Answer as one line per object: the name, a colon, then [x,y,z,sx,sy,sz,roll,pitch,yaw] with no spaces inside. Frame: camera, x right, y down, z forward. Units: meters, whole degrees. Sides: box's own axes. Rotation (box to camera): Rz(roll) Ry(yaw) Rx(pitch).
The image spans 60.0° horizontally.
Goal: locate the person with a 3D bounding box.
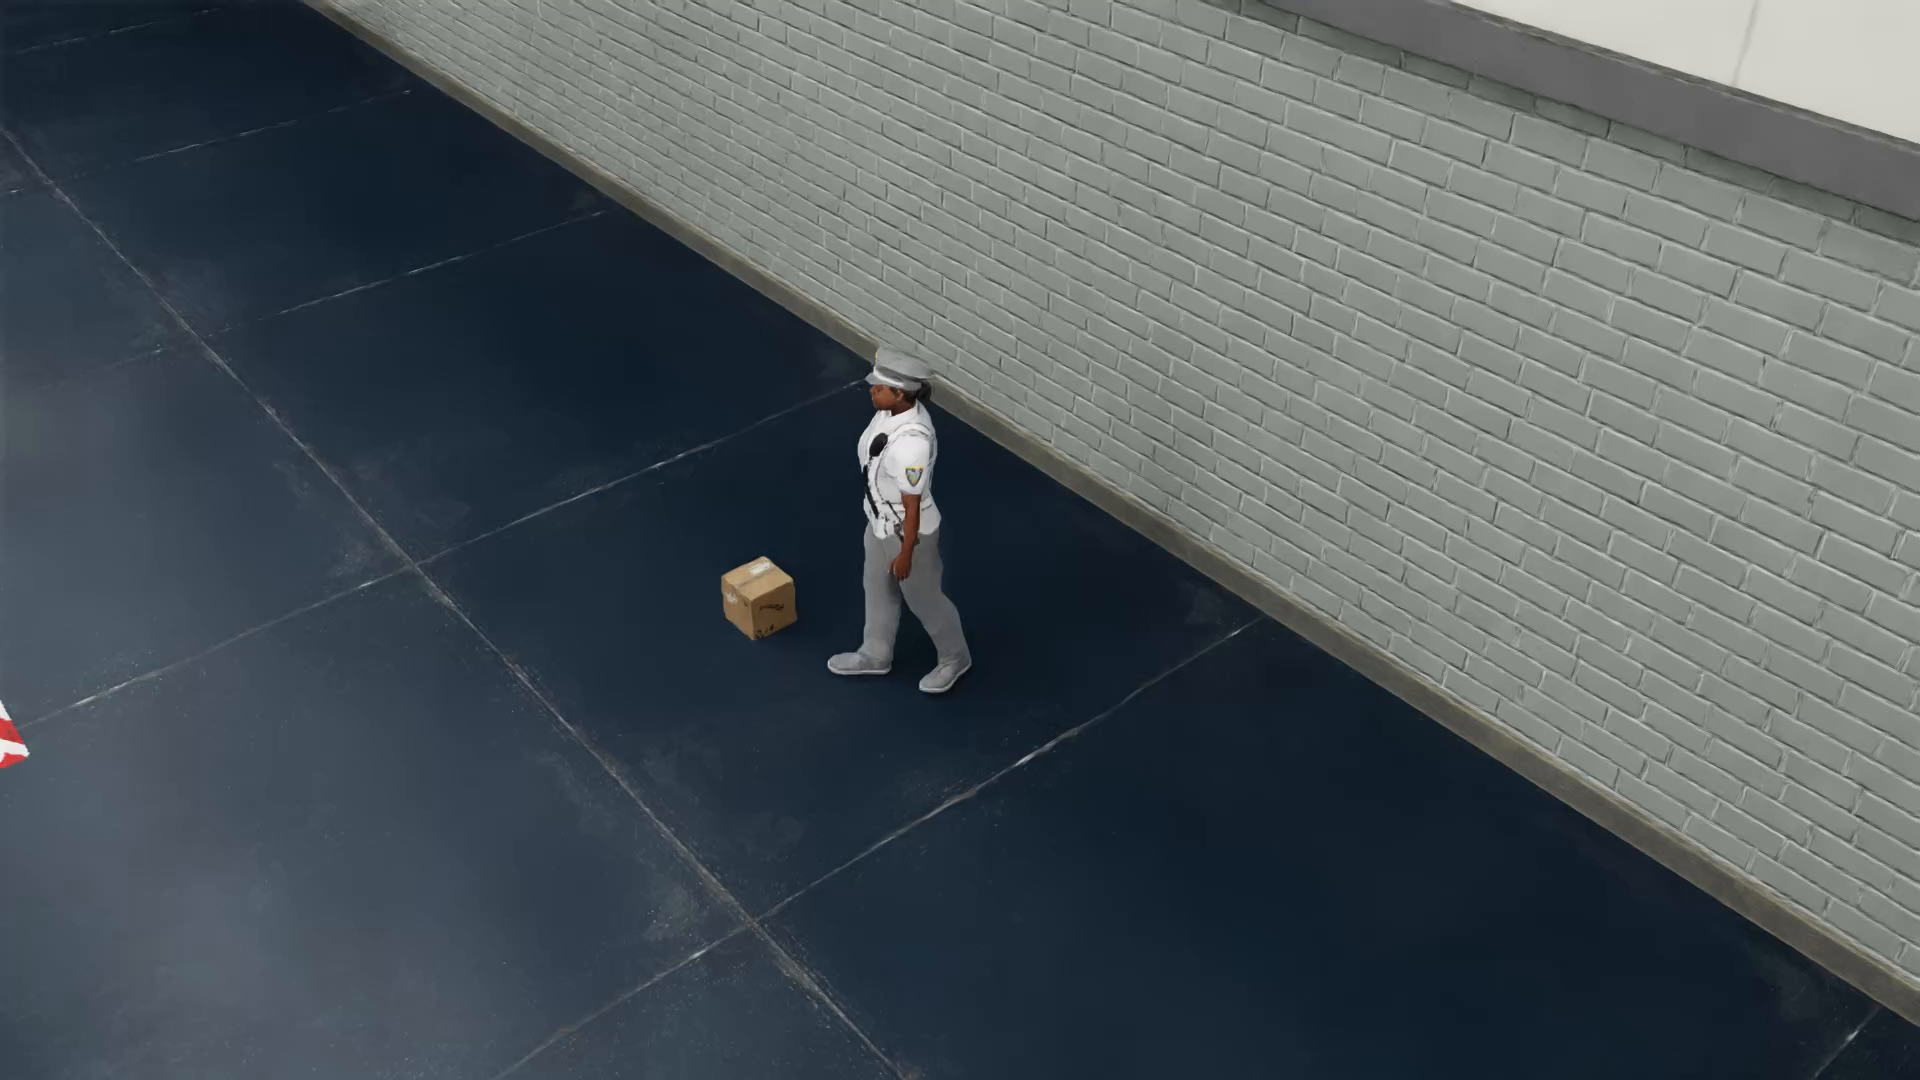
person: [-0.269,-0.061,7.126,0.633,1.674,0.441,-10,37,-13]
